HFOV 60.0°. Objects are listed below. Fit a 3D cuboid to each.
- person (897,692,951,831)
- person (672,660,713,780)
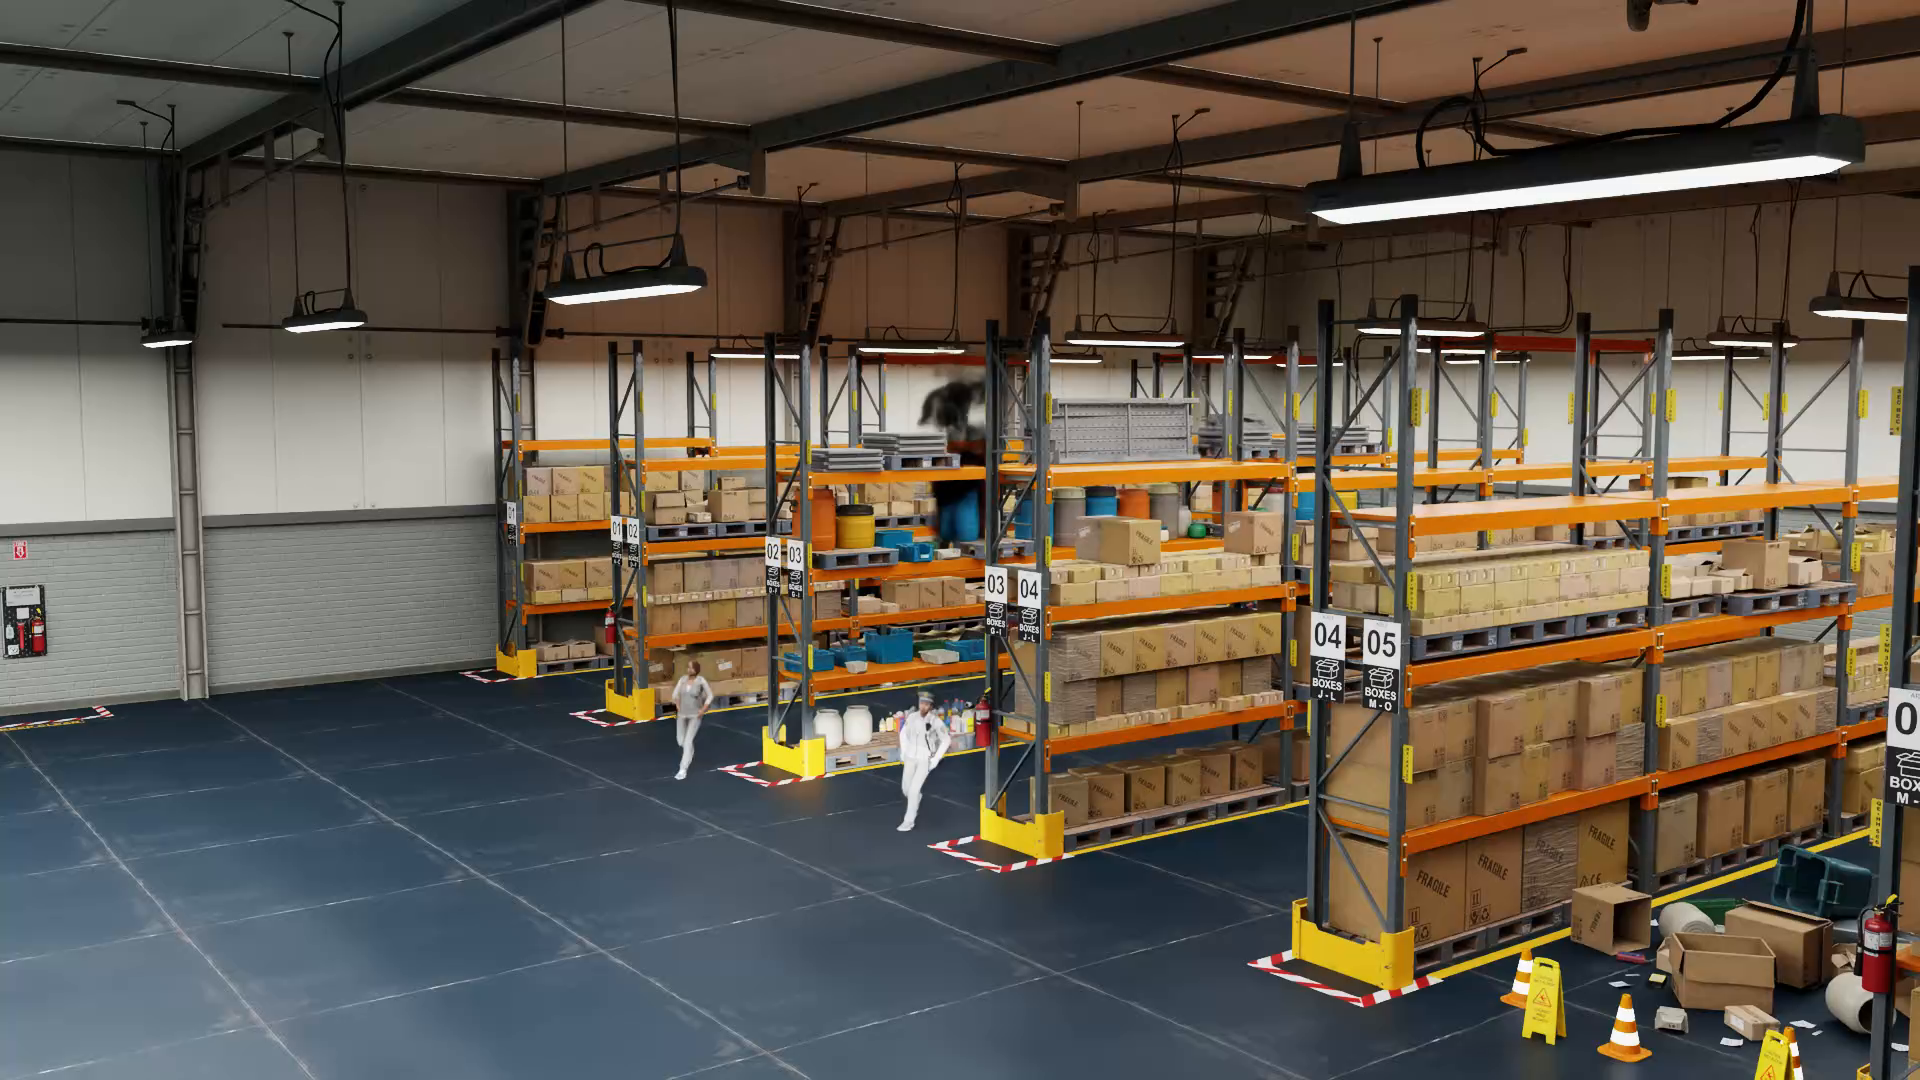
[{"bbox_3d":[-0.418,2.604,19.829,0.659,1.655,0.666,2,5,23],"label":"person"},{"bbox_3d":[-3.641,2.404,22.591,0.561,1.586,0.690,1,5,10],"label":"person"}]
